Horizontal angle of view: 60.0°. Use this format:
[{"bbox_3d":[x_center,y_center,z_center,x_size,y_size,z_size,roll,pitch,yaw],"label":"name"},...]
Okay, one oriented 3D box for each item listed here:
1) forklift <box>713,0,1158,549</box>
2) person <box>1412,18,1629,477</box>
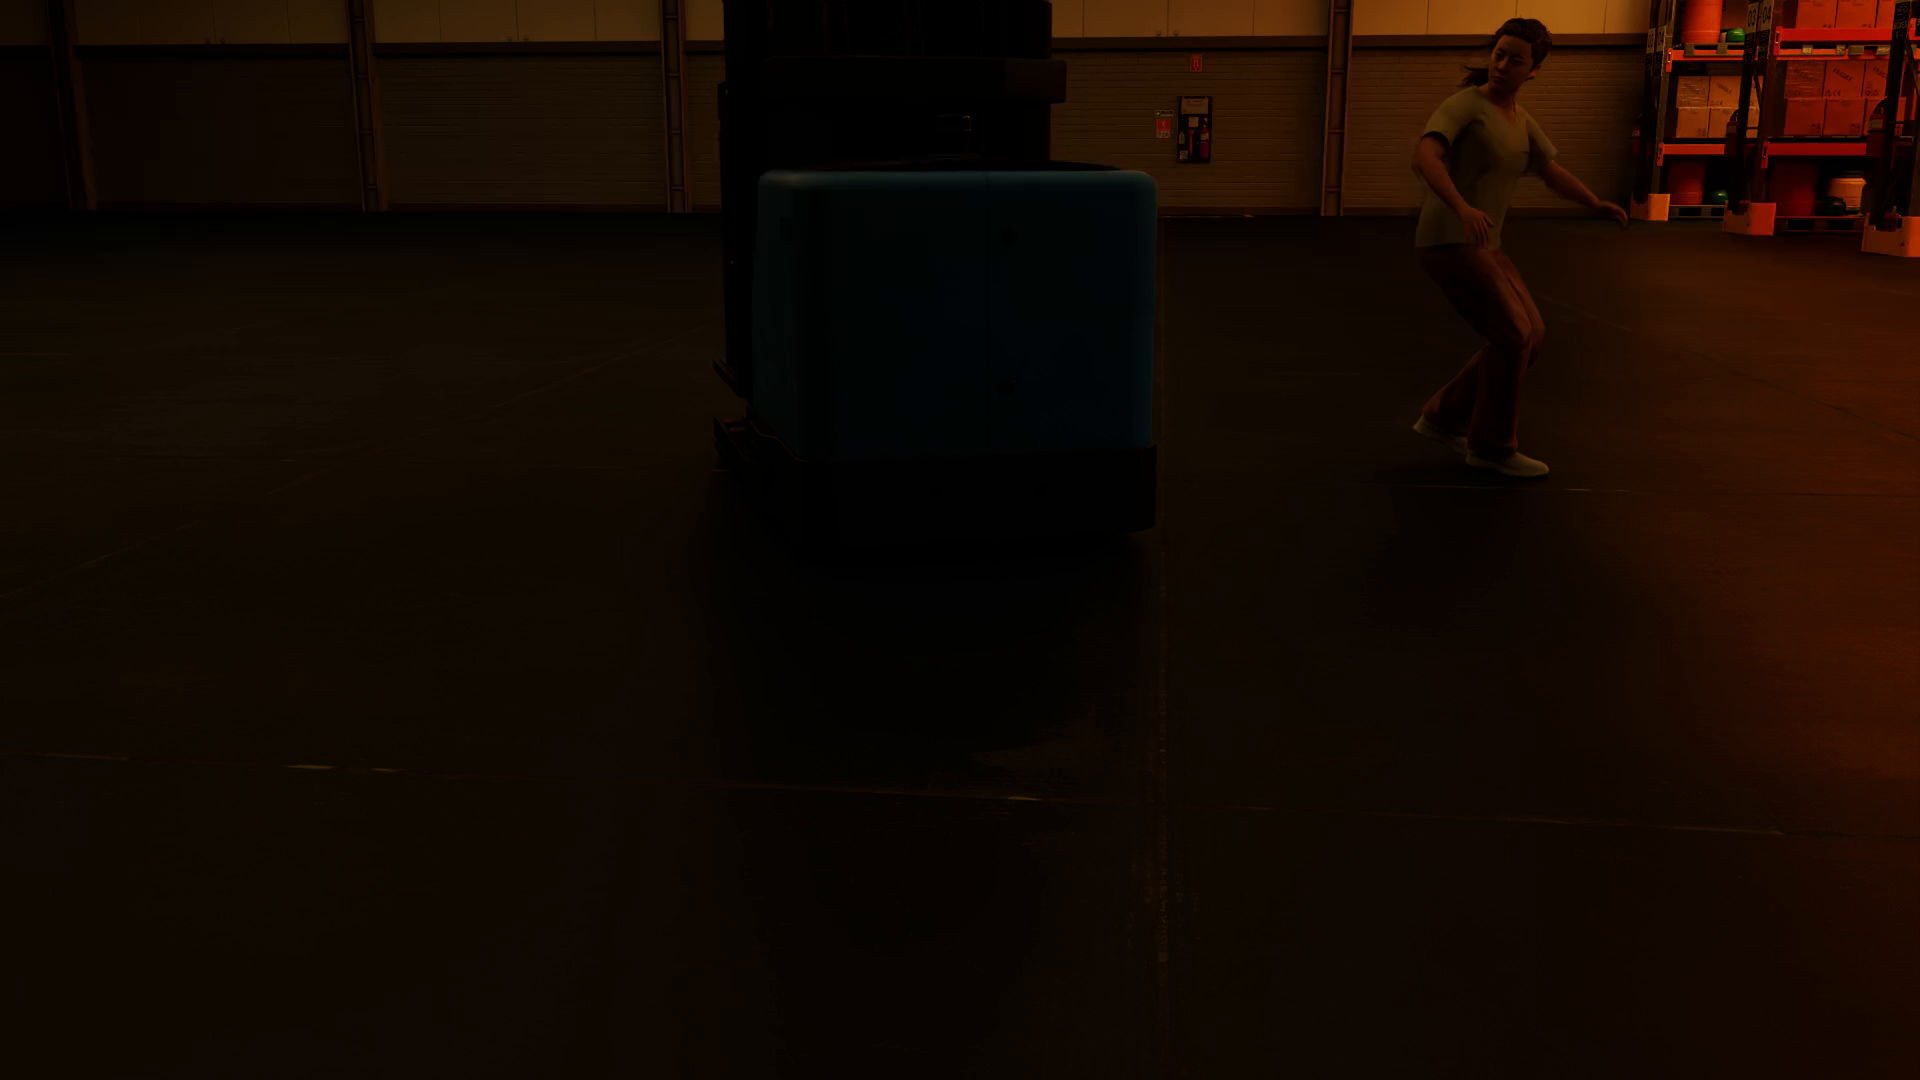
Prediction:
[{"bbox_3d":[-0.294,-1.690,5.738,1.130,2.935,3.031,-3,14,-14],"label":"forklift"},{"bbox_3d":[1.921,-1.011,5.833,0.682,1.566,0.740,11,17,40],"label":"person"}]
